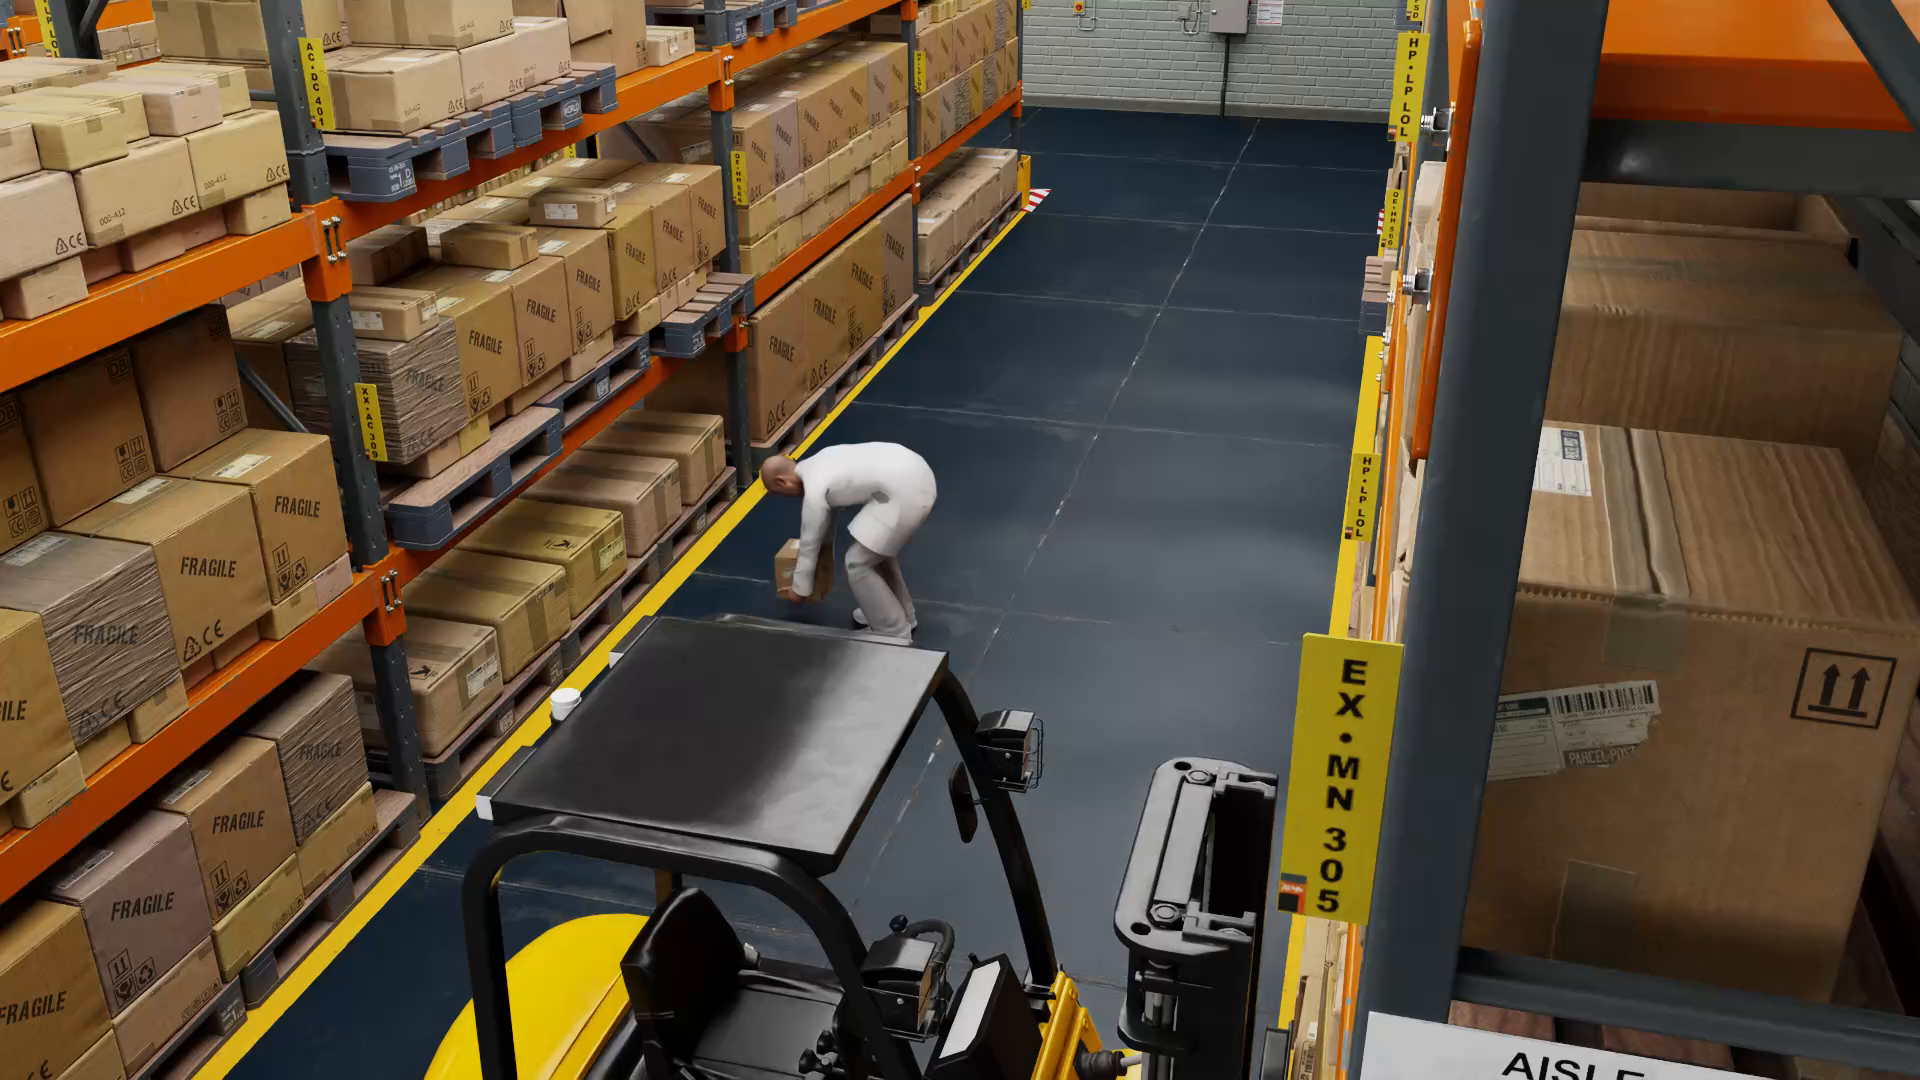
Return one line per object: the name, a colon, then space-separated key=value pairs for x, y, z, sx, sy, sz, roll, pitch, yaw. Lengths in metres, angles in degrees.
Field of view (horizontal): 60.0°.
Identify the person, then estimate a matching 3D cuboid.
person: x=-0.594 y=0.004 z=8.918 sx=0.951 sy=1.101 sz=0.573 roll=5 pitch=25 yaw=11
